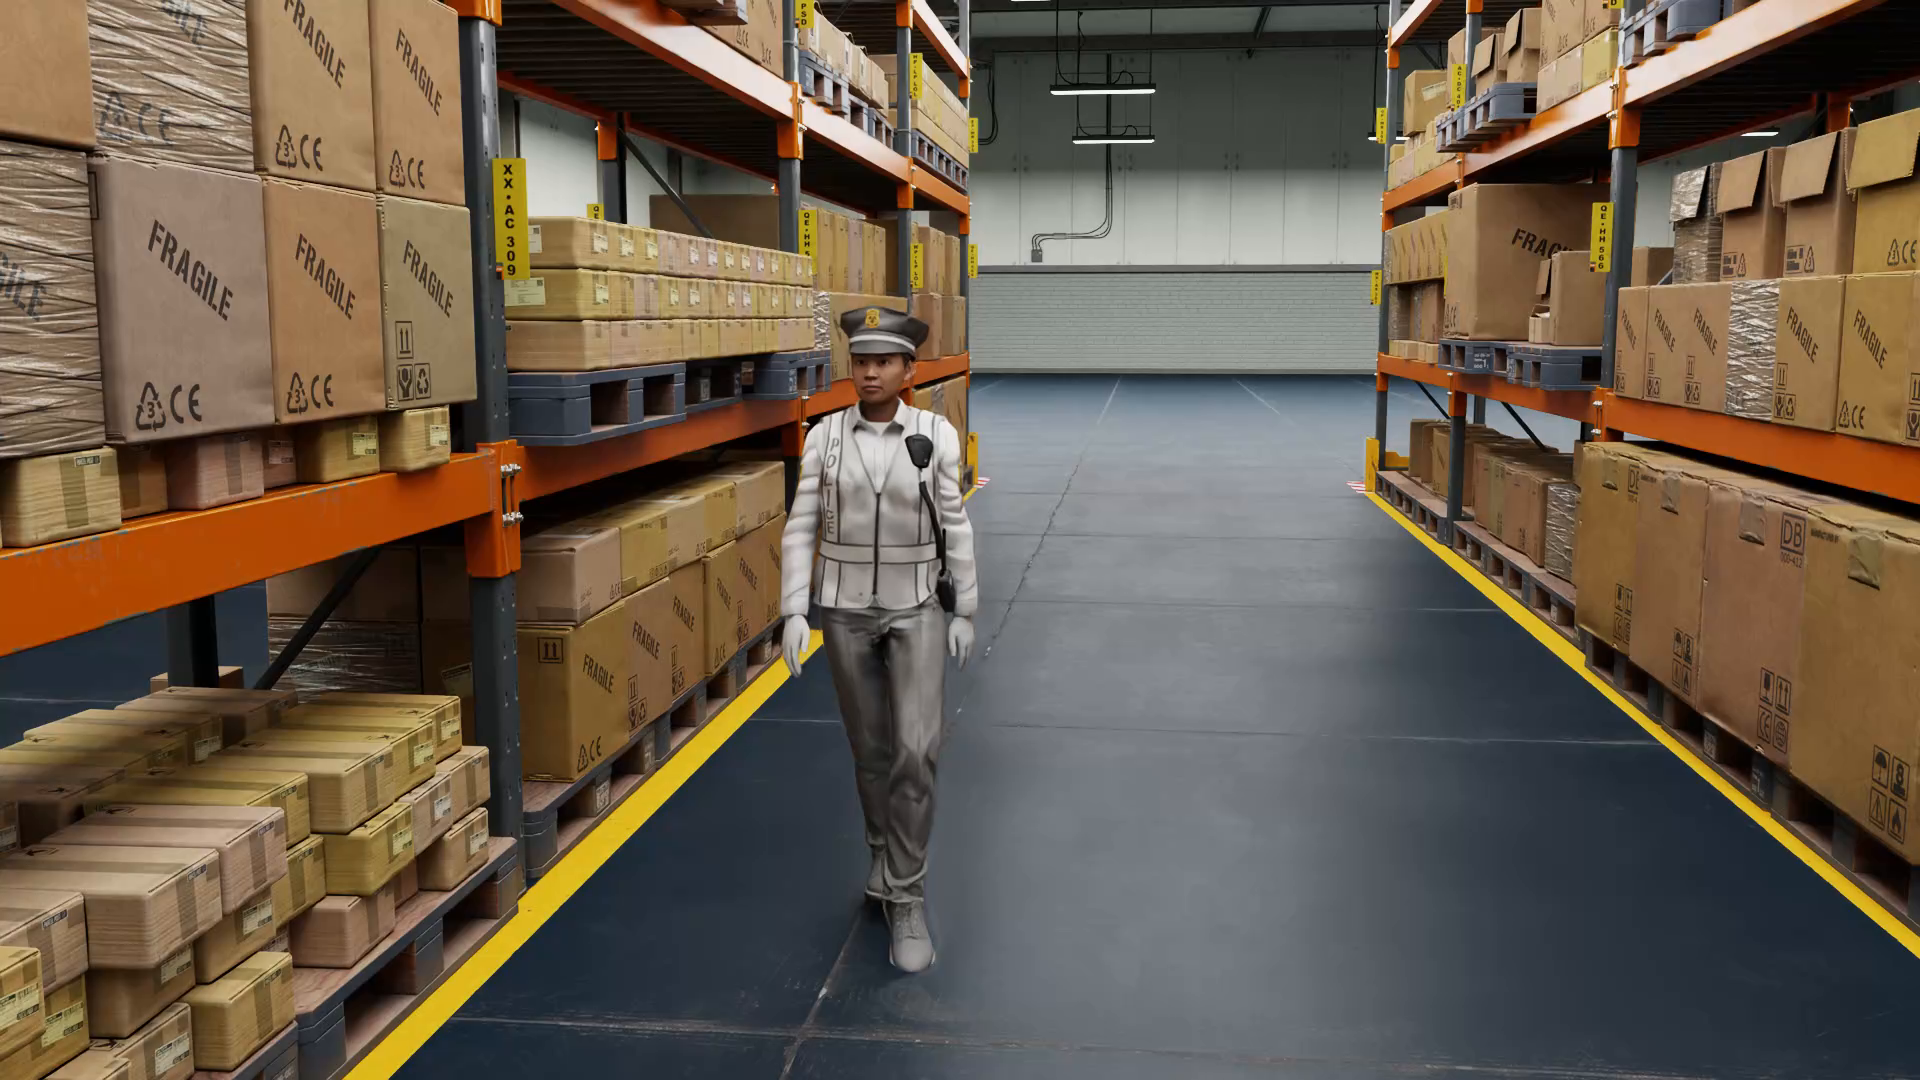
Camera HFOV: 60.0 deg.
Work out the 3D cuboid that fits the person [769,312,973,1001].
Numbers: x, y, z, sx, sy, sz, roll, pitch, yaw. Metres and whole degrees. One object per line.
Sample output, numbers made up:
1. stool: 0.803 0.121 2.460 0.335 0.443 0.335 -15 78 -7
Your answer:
1. person: -0.245 0.236 4.371 0.520 1.653 0.914 1 8 6
